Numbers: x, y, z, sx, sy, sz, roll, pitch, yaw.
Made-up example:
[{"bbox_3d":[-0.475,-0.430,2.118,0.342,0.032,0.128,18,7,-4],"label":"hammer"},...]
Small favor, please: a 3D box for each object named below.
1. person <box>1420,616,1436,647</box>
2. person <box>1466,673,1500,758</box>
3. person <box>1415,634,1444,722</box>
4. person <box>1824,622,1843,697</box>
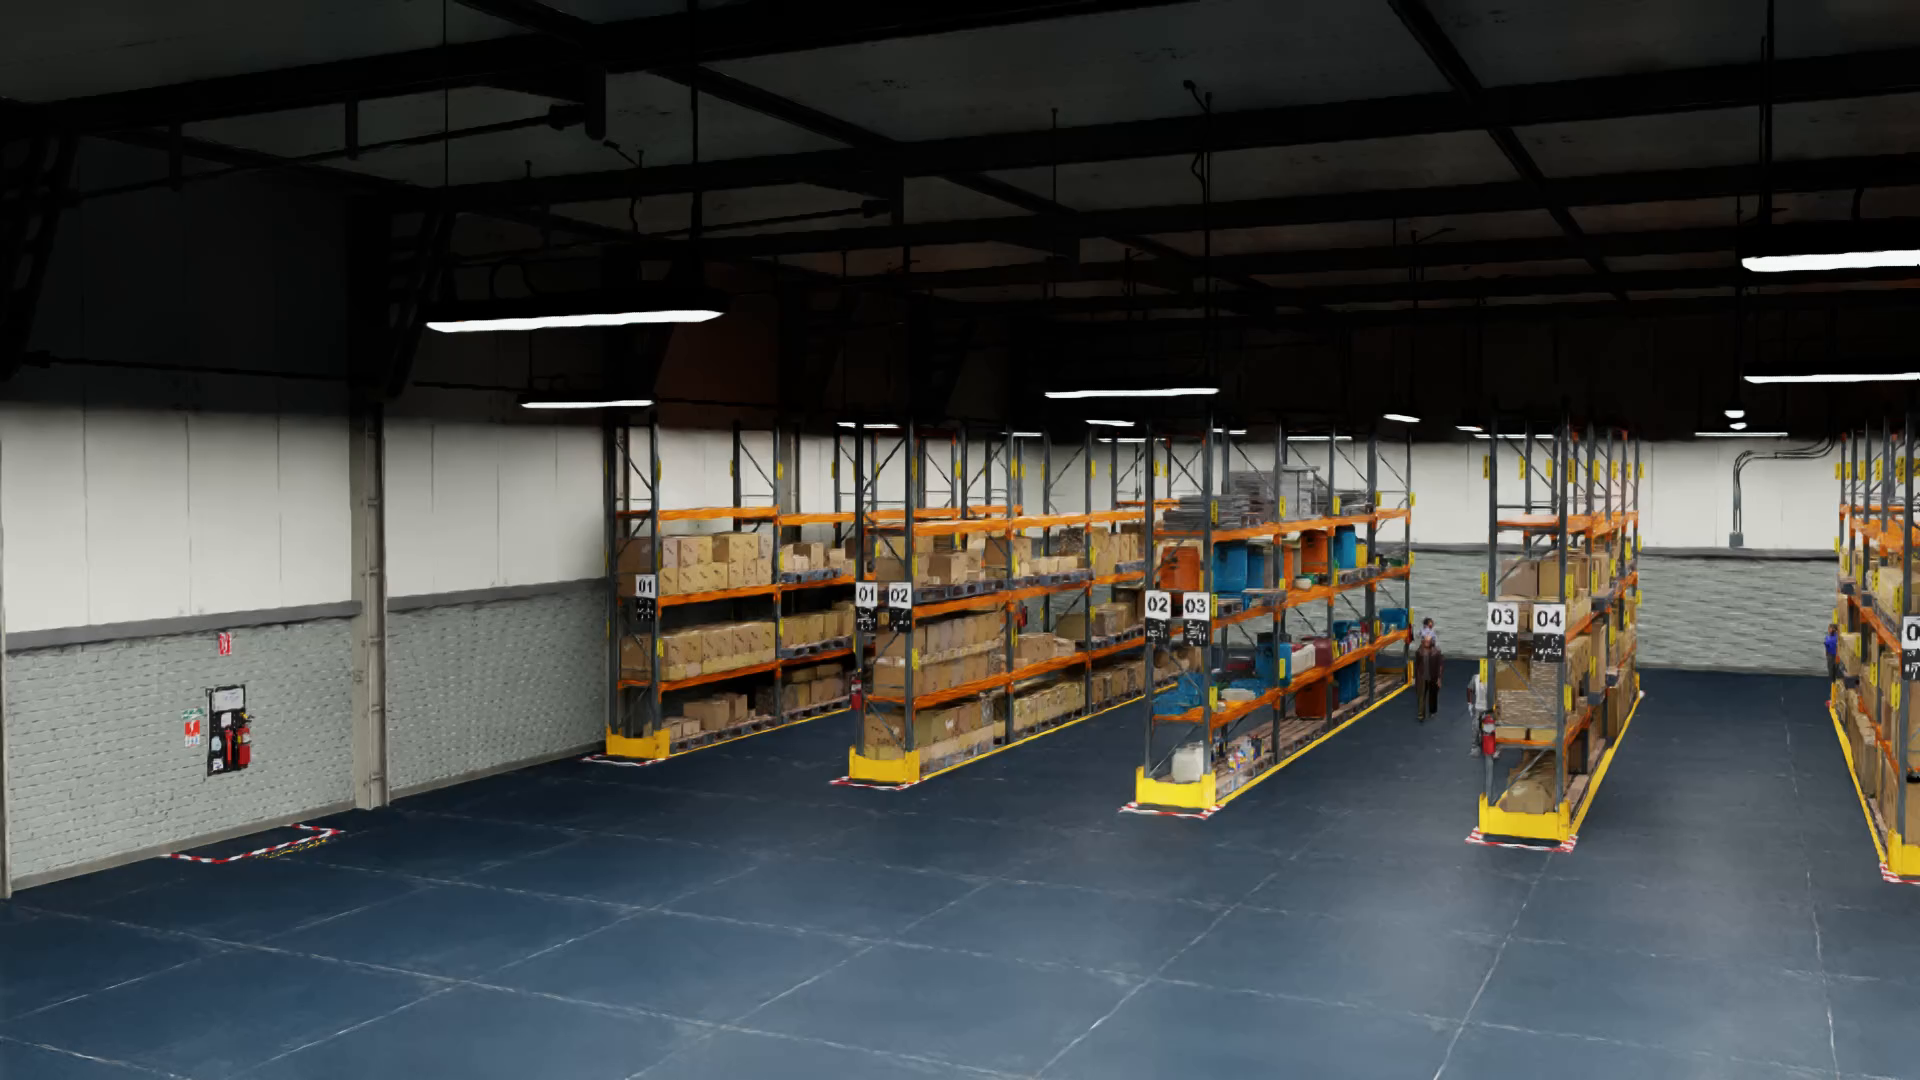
[{"bbox_3d":[10.672,2.570,37.983,0.391,1.655,0.588,2,3,39],"label":"person"},{"bbox_3d":[9.141,2.928,28.853,0.702,1.735,0.549,1,3,24],"label":"person"},{"bbox_3d":[9.342,2.742,33.133,0.600,1.725,1.111,1,3,24],"label":"person"},{"bbox_3d":[19.374,2.639,36.694,0.499,1.649,0.520,-1,3,-27],"label":"person"}]
